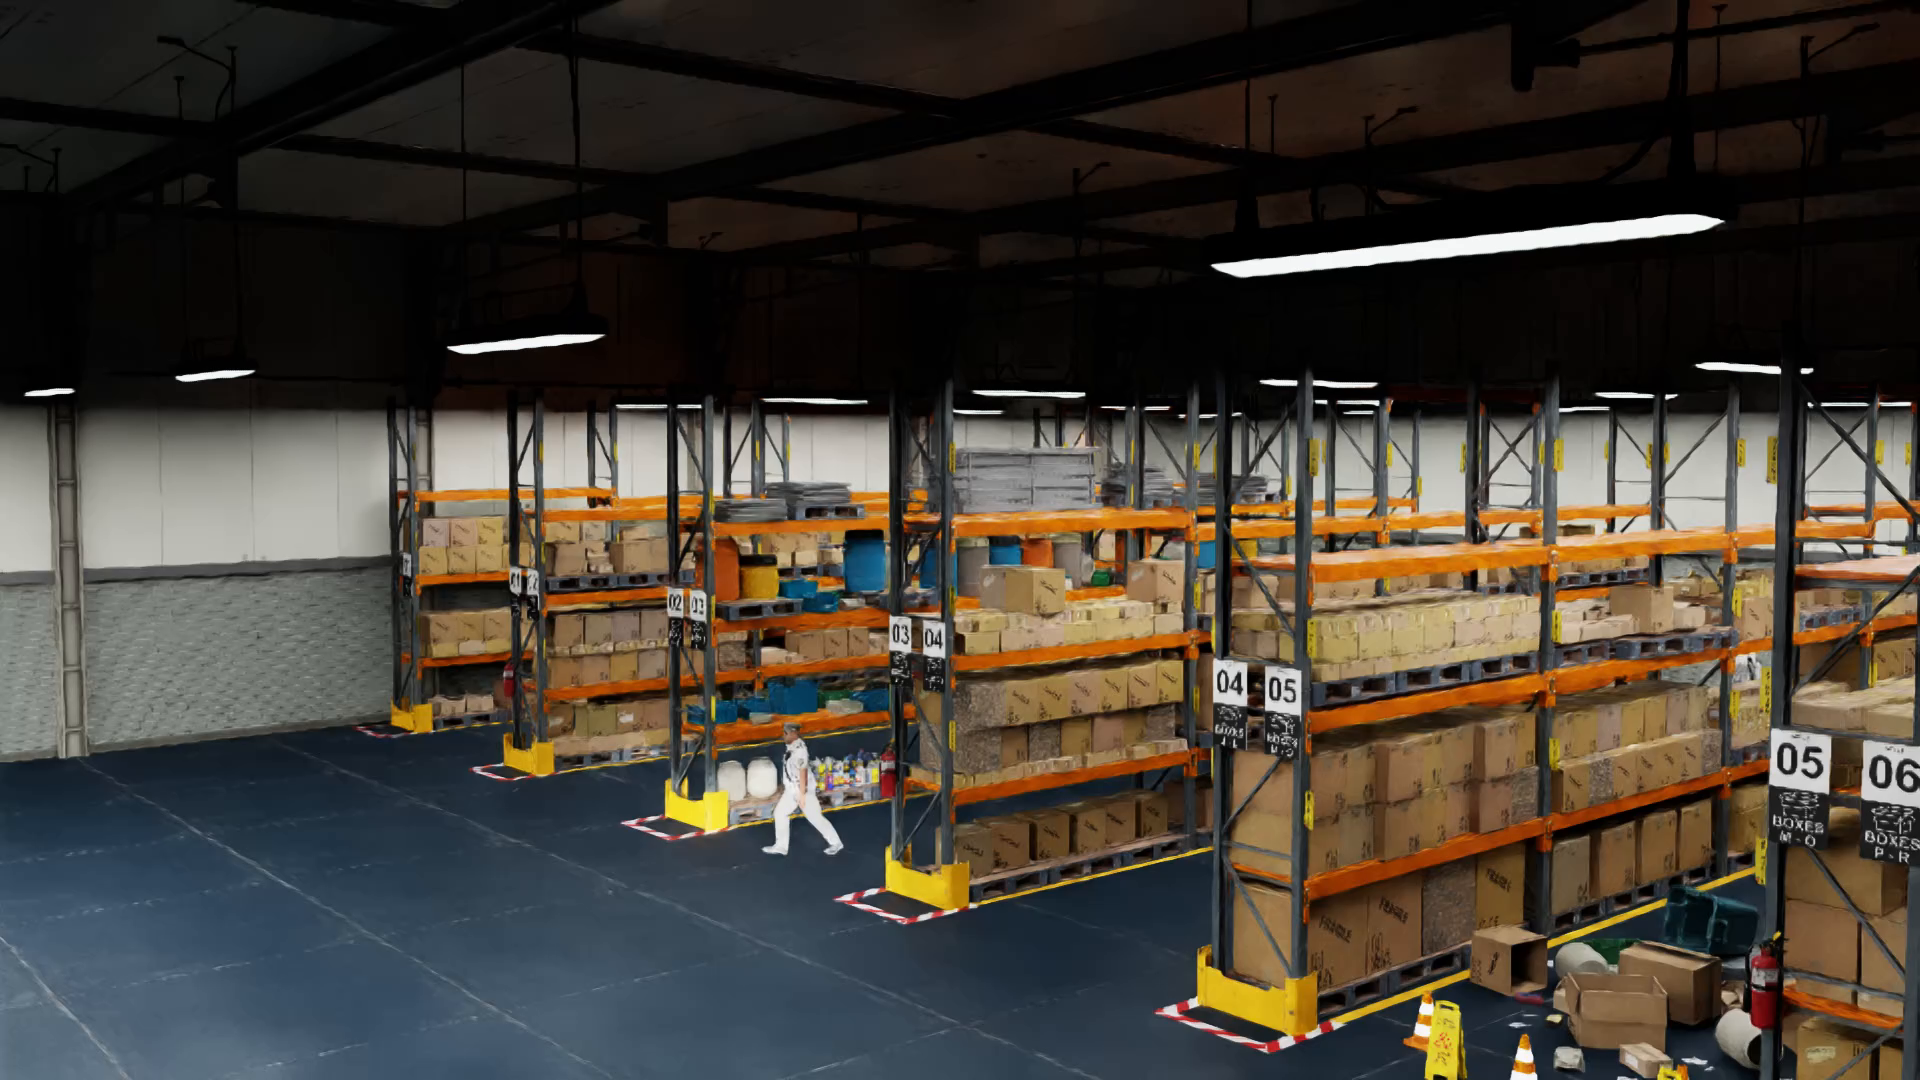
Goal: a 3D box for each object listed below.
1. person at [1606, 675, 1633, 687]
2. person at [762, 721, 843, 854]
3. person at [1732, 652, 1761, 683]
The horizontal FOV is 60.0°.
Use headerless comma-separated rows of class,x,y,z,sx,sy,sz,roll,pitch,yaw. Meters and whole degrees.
person,10.307,2.805,25.878,0.578,1.714,0.719,-3,5,-42
person,-1.968,3.098,20.805,0.973,1.697,0.585,-1,4,-20
person,14.364,2.574,30.493,0.639,1.606,0.806,2,4,33
